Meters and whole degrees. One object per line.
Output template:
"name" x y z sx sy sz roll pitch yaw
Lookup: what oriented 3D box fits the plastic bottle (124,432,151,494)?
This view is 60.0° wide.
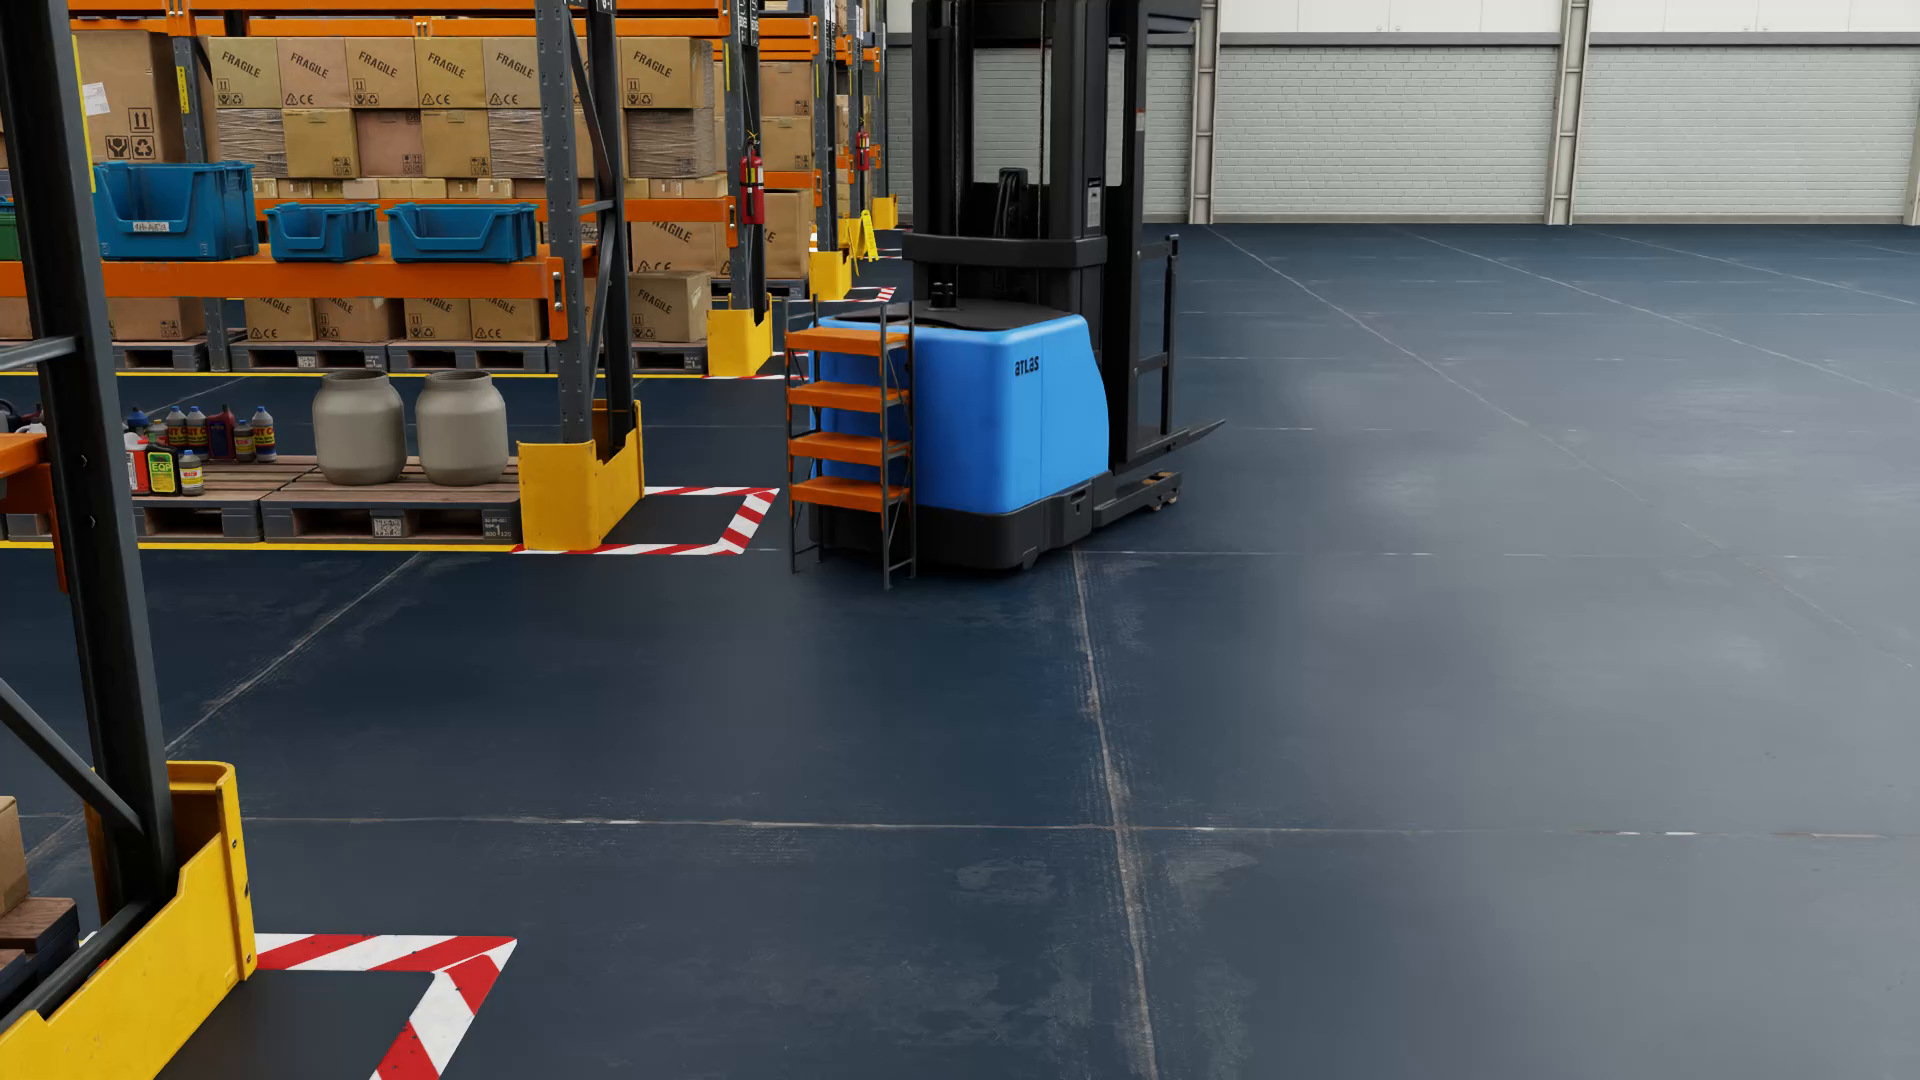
"plastic bottle" -3.859 -0.365 7.822 0.135 0.276 0.152 0 15 2

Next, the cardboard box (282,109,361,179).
"cardboard box" -4.686 -3.011 12.595 0.500 0.500 0.875 0 15 1

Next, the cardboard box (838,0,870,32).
"cardboard box" -1.707 -8.308 26.354 0.500 0.500 0.500 1 15 3

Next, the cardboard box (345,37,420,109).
"cardboard box" -4.190 -3.452 12.304 0.500 0.500 0.500 0 15 1

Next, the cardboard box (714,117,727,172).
"cardboard box" -2.329 -4.150 17.394 0.550 0.550 0.875 0 15 1

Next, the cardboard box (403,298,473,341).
"cardboard box" -4.039 -1.846 13.033 0.500 0.500 0.500 -1 15 -4

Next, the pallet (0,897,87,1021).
"pallet" -2.657 1.056 3.423 1.213 0.211 1.003 0 15 1

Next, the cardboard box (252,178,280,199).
"cardboard box" -5.176 -2.646 12.480 0.250 0.149 0.380 0 15 1

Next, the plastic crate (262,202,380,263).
"plastic crate" -2.918 -1.422 7.640 0.408 0.251 0.499 0 15 1

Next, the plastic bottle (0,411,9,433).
"plastic bottle" -4.895 -0.513 8.381 0.135 0.276 0.152 0 15 1

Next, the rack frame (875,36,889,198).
"rack frame" -1.258 -6.617 27.041 0.127 3.000 1.000 0 15 1

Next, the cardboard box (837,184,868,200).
"cardboard box" -1.753 -5.656 26.984 0.500 0.250 0.500 0 15 1

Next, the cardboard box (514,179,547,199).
"cardboard box" -3.174 -2.656 12.518 0.250 0.149 0.380 0 15 1

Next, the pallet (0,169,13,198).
"pallet" -7.652 -2.781 12.877 1.213 0.211 1.003 0 15 1

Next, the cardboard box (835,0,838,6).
"cardboard box" -1.727 -6.993 21.513 0.250 0.149 0.380 1 15 2

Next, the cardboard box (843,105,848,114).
"cardboard box" -1.868 -6.904 26.661 0.250 0.149 0.380 1 15 2

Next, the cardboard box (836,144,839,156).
"cardboard box" -1.760 -5.178 22.077 0.250 0.149 0.380 1 15 3

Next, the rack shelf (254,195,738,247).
"rack shelf" -3.634 -2.489 12.805 4.000 0.370 1.077 0 15 1

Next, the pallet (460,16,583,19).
"pallet" -4.588 -5.514 17.153 1.213 0.211 1.003 0 15 1

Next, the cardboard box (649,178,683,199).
"cardboard box" -2.174 -2.654 12.510 0.250 0.149 0.380 0 15 1

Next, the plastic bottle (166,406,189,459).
"plastic bottle" -4.008 -0.549 8.525 0.097 0.271 0.097 0 15 0

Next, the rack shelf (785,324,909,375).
"rack shelf" -0.468 -0.806 7.001 0.480 0.148 0.258 8 17 29

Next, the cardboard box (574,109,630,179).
"cardboard box" -2.686 -2.999 12.550 0.500 0.500 0.875 0 15 1

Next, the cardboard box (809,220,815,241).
"cardboard box" -2.220 -4.162 22.300 0.500 0.250 0.500 0 15 1

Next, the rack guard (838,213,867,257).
"rack guard" -1.457 -4.143 22.564 0.348 0.500 1.175 0 15 1

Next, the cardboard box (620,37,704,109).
"cardboard box" -2.190 -3.440 12.260 0.500 0.500 0.500 0 15 1

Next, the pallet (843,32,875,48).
"pallet" -1.964 -8.036 26.712 1.213 0.211 1.003 0 15 1

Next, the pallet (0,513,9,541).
"pallet" -5.089 -0.224 8.274 1.213 0.211 1.003 0 15 1

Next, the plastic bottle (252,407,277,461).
"plastic bottle" -3.565 -0.546 8.514 0.097 0.271 0.097 0 15 0

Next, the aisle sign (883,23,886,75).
"aisle sign" -1.200 -7.799 26.424 0.004 0.787 0.394 0 15 1

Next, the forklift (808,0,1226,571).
"forklift" 0.489 -1.612 8.204 1.130 2.935 3.031 8 17 29

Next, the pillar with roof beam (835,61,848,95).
"pillar with roof beam" -2.041 -8.654 23.003 0.400 9.000 9.100 0 15 1

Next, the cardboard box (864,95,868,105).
"cardboard box" -1.622 -7.072 26.712 0.250 0.149 0.380 0 15 2

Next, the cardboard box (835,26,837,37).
"cardboard box" -1.745 -6.611 21.631 0.250 0.149 0.380 0 15 2

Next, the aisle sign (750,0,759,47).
"aisle sign" -1.565 -4.157 12.621 0.004 0.787 0.394 0 15 1

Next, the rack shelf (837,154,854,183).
"rack shelf" -3.380 -5.016 22.384 4.000 0.370 1.077 0 15 1

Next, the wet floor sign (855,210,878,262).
"wet floor sign" -1.219 -3.939 21.504 0.232 0.644 0.267 6 16 21

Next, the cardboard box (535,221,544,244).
"cardboard box" -4.778 -3.268 17.689 0.875 0.875 0.875 1 15 2

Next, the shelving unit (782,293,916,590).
"shelving unit" -0.468 -0.426 7.102 0.503 1.200 0.258 8 17 29

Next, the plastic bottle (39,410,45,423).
"plastic bottle" -4.594 -0.585 8.507 0.185 0.351 0.144 0 15 1

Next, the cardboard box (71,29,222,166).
"cardboard box" -6.424 -3.384 12.787 1.000 1.000 1.000 0 15 2

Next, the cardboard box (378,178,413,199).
"cardboard box" -4.175 -2.649 12.491 0.250 0.149 0.380 0 15 1

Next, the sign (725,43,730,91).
"sign" -1.668 -3.395 11.940 0.005 0.325 0.100 0 15 1

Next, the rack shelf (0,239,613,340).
"rack shelf" -3.760 -1.226 8.017 4.000 0.370 1.077 0 15 1

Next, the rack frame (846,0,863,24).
"rack frame" -1.381 -8.252 21.477 0.127 3.000 1.000 0 15 1

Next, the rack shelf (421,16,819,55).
"rack shelf" -3.406 -5.204 17.214 4.000 0.370 1.077 0 15 1
